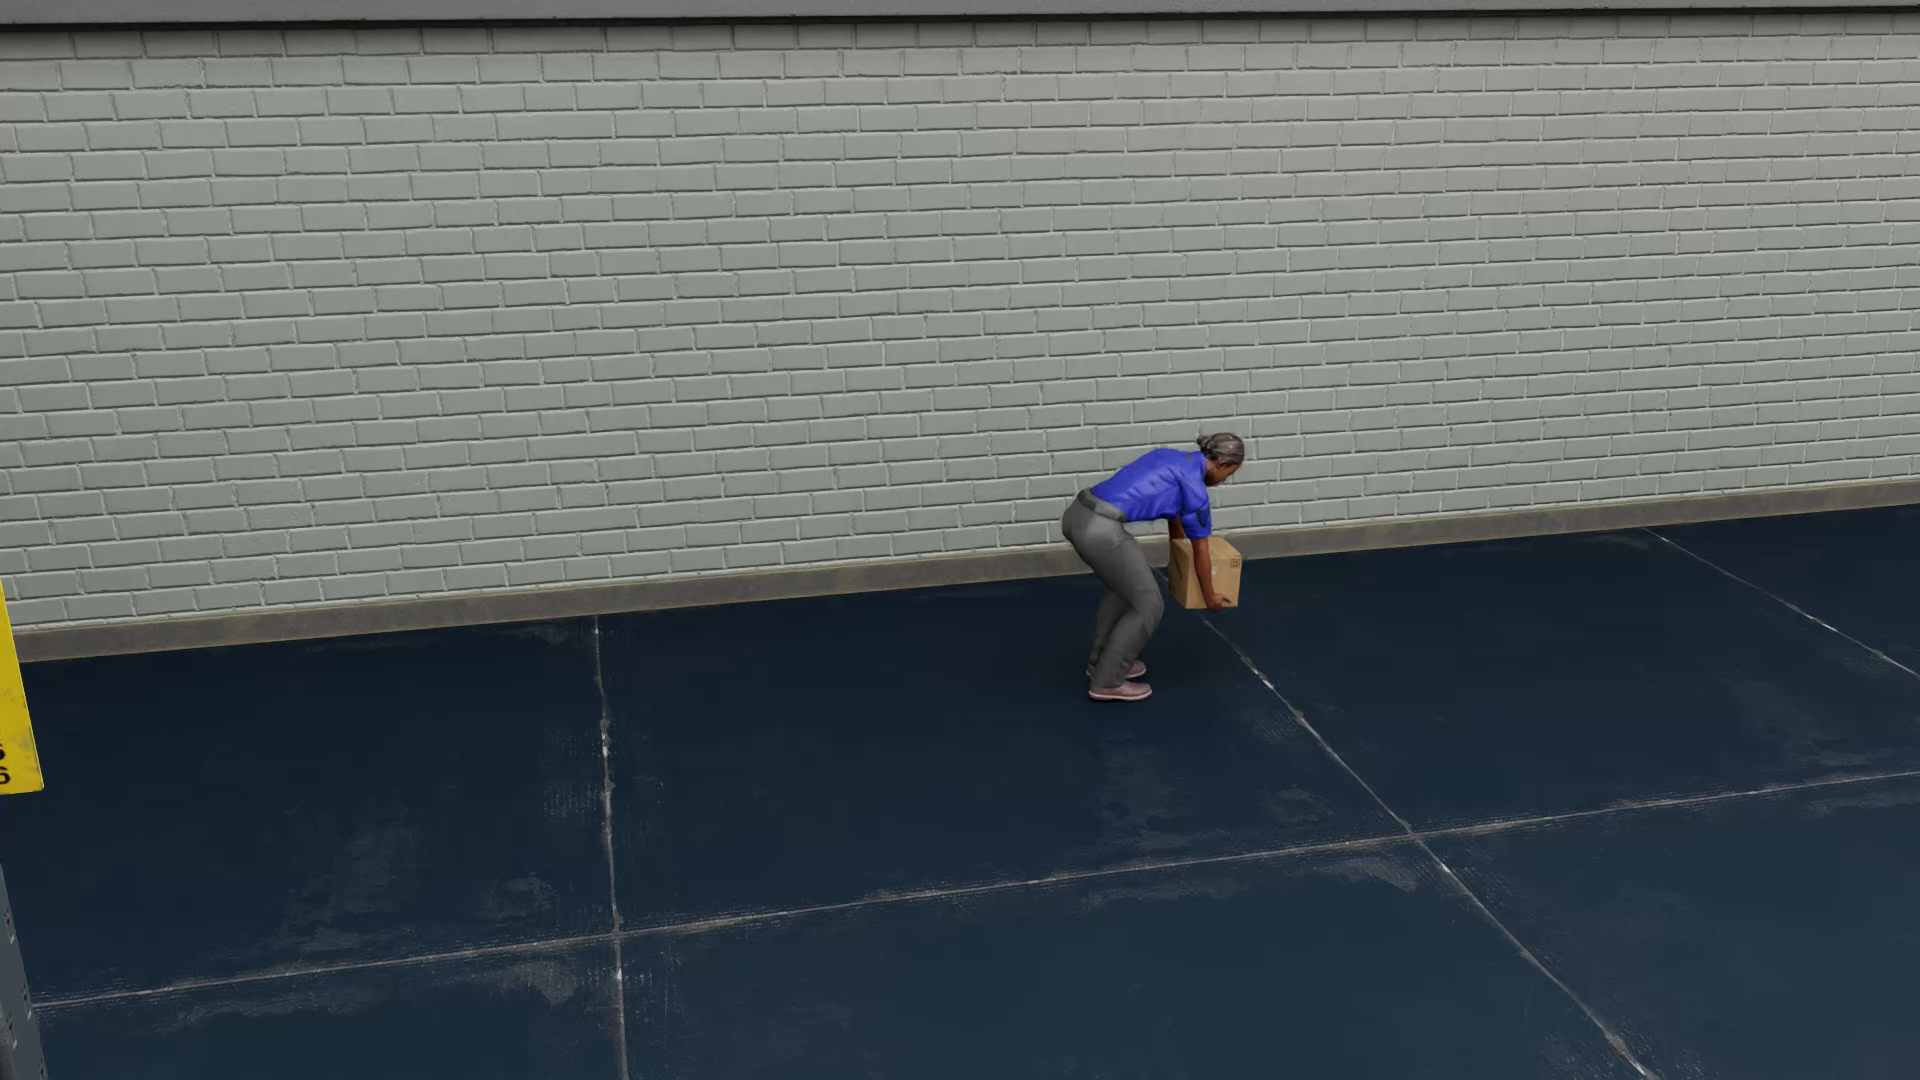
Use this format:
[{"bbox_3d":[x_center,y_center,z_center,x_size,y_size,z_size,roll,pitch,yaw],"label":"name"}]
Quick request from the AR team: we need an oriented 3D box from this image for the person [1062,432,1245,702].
[{"bbox_3d":[0.871,0.112,7.498,0.837,1.168,0.430,-5,20,-15],"label":"person"}]
